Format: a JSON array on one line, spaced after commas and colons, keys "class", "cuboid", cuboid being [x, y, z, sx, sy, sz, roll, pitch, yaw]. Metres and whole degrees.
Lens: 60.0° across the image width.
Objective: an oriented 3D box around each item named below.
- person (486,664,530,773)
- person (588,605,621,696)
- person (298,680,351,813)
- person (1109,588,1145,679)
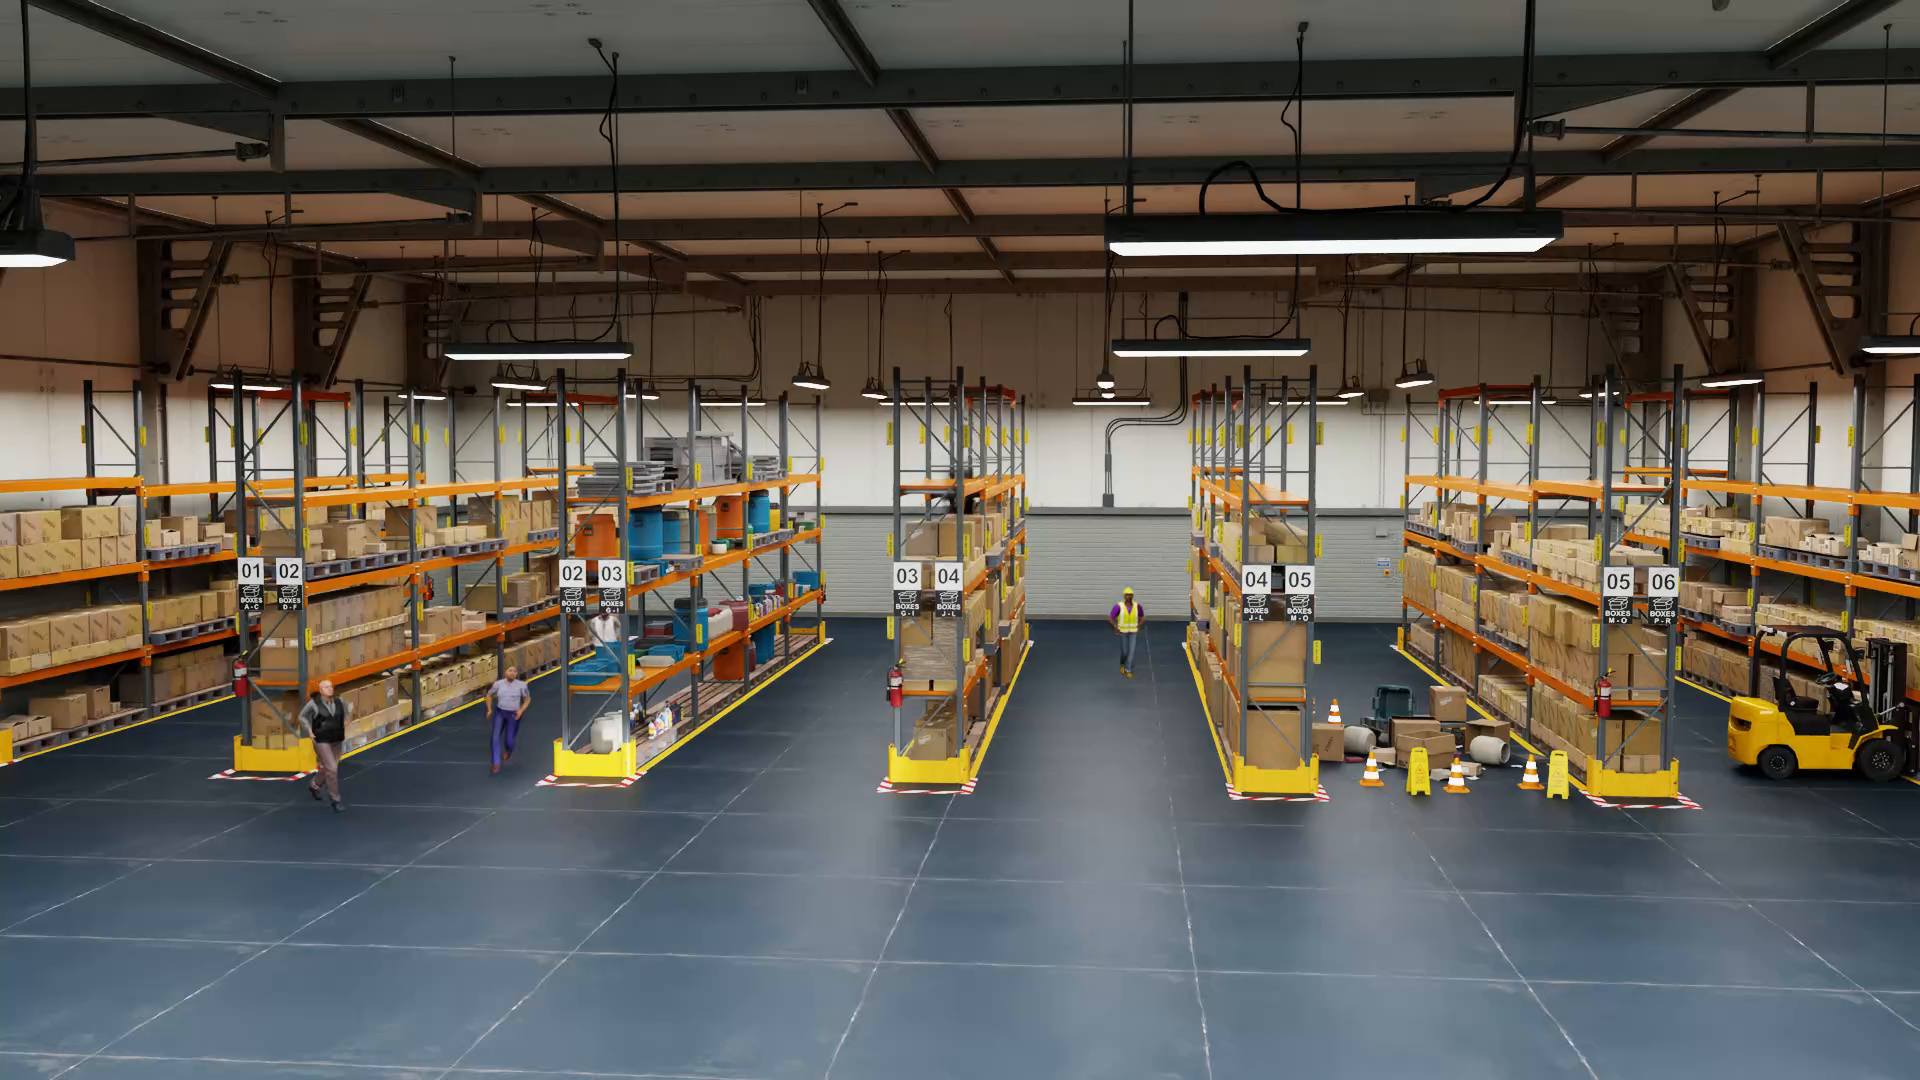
[{"class": "person", "cuboid": [-6.808, 2.666, 25.063, 0.649, 1.607, 0.621, 0, 4, -8]}, {"class": "person", "cuboid": [-6.932, 2.102, 32.412, 0.605, 1.822, 0.845, 0, 4, -3]}, {"class": "person", "cuboid": [-8.510, 2.747, 22.413, 0.894, 1.746, 0.643, 3, 4, 37]}, {"class": "person", "cuboid": [3.296, 1.818, 32.558, 0.718, 1.751, 0.709, 0, 4, -7]}]
